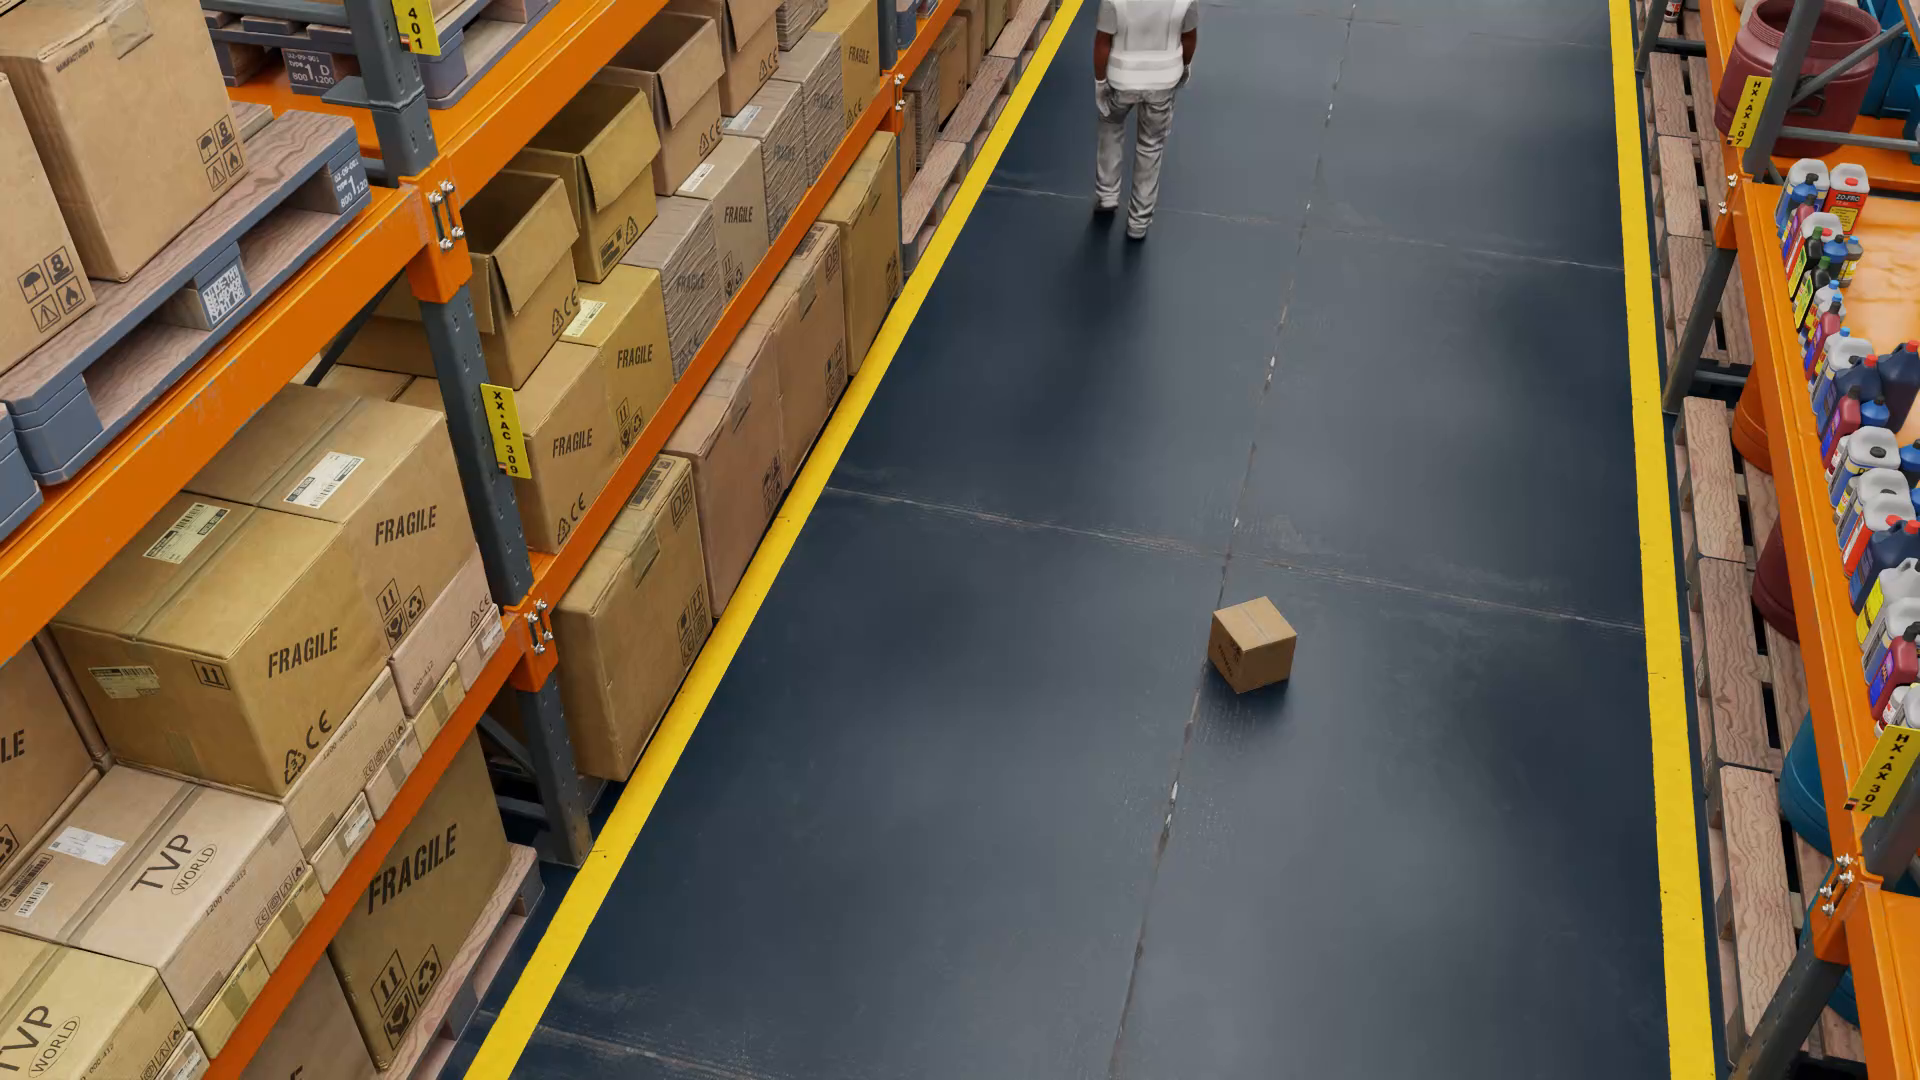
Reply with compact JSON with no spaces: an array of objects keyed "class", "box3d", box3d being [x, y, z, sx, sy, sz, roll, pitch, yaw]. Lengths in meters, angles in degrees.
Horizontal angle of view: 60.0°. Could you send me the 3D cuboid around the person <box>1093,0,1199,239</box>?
[{"class":"person","box3d":[0.996,-2.506,9.071,0.550,1.842,0.492,3,41,4]}]
